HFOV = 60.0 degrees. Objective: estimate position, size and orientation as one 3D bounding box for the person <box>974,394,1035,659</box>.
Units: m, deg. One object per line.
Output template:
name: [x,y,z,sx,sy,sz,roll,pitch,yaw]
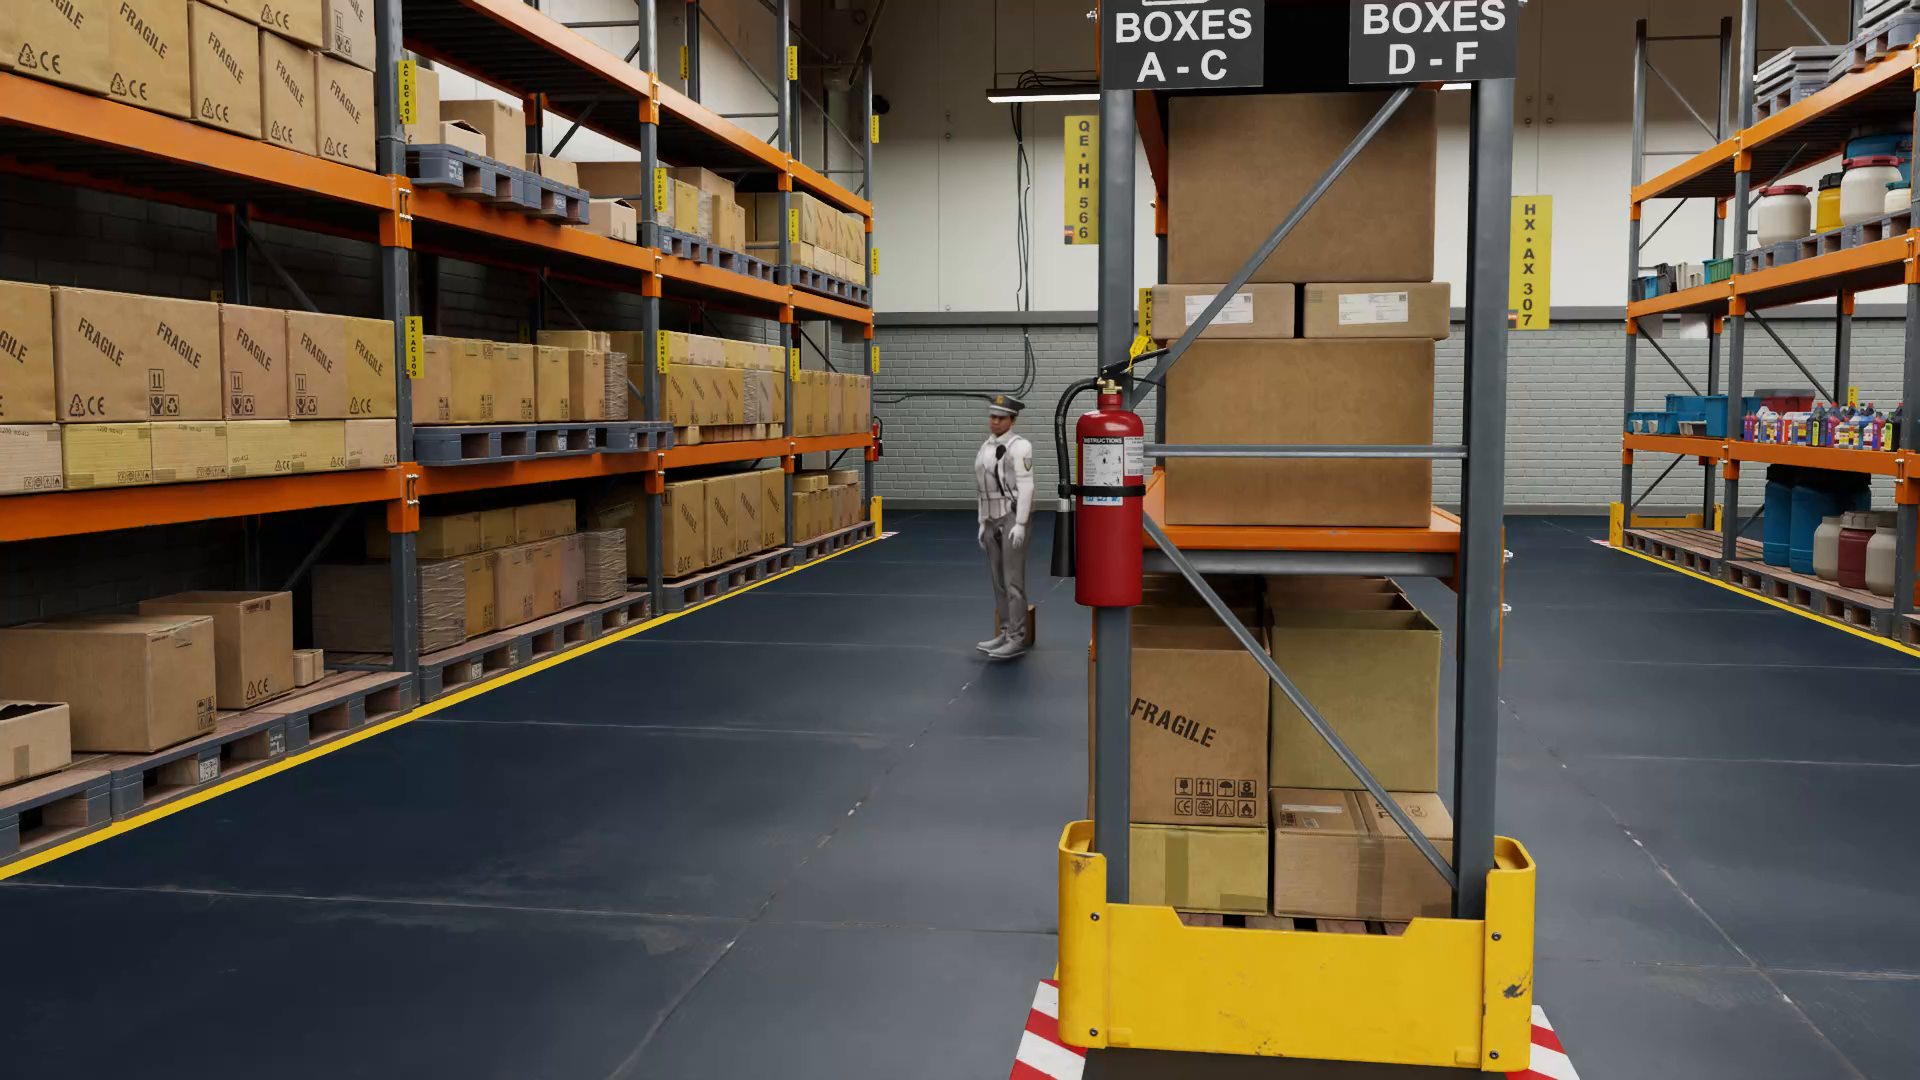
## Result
person: [0.273,-0.093,10.666,0.405,1.679,0.528,-3,5,-32]
